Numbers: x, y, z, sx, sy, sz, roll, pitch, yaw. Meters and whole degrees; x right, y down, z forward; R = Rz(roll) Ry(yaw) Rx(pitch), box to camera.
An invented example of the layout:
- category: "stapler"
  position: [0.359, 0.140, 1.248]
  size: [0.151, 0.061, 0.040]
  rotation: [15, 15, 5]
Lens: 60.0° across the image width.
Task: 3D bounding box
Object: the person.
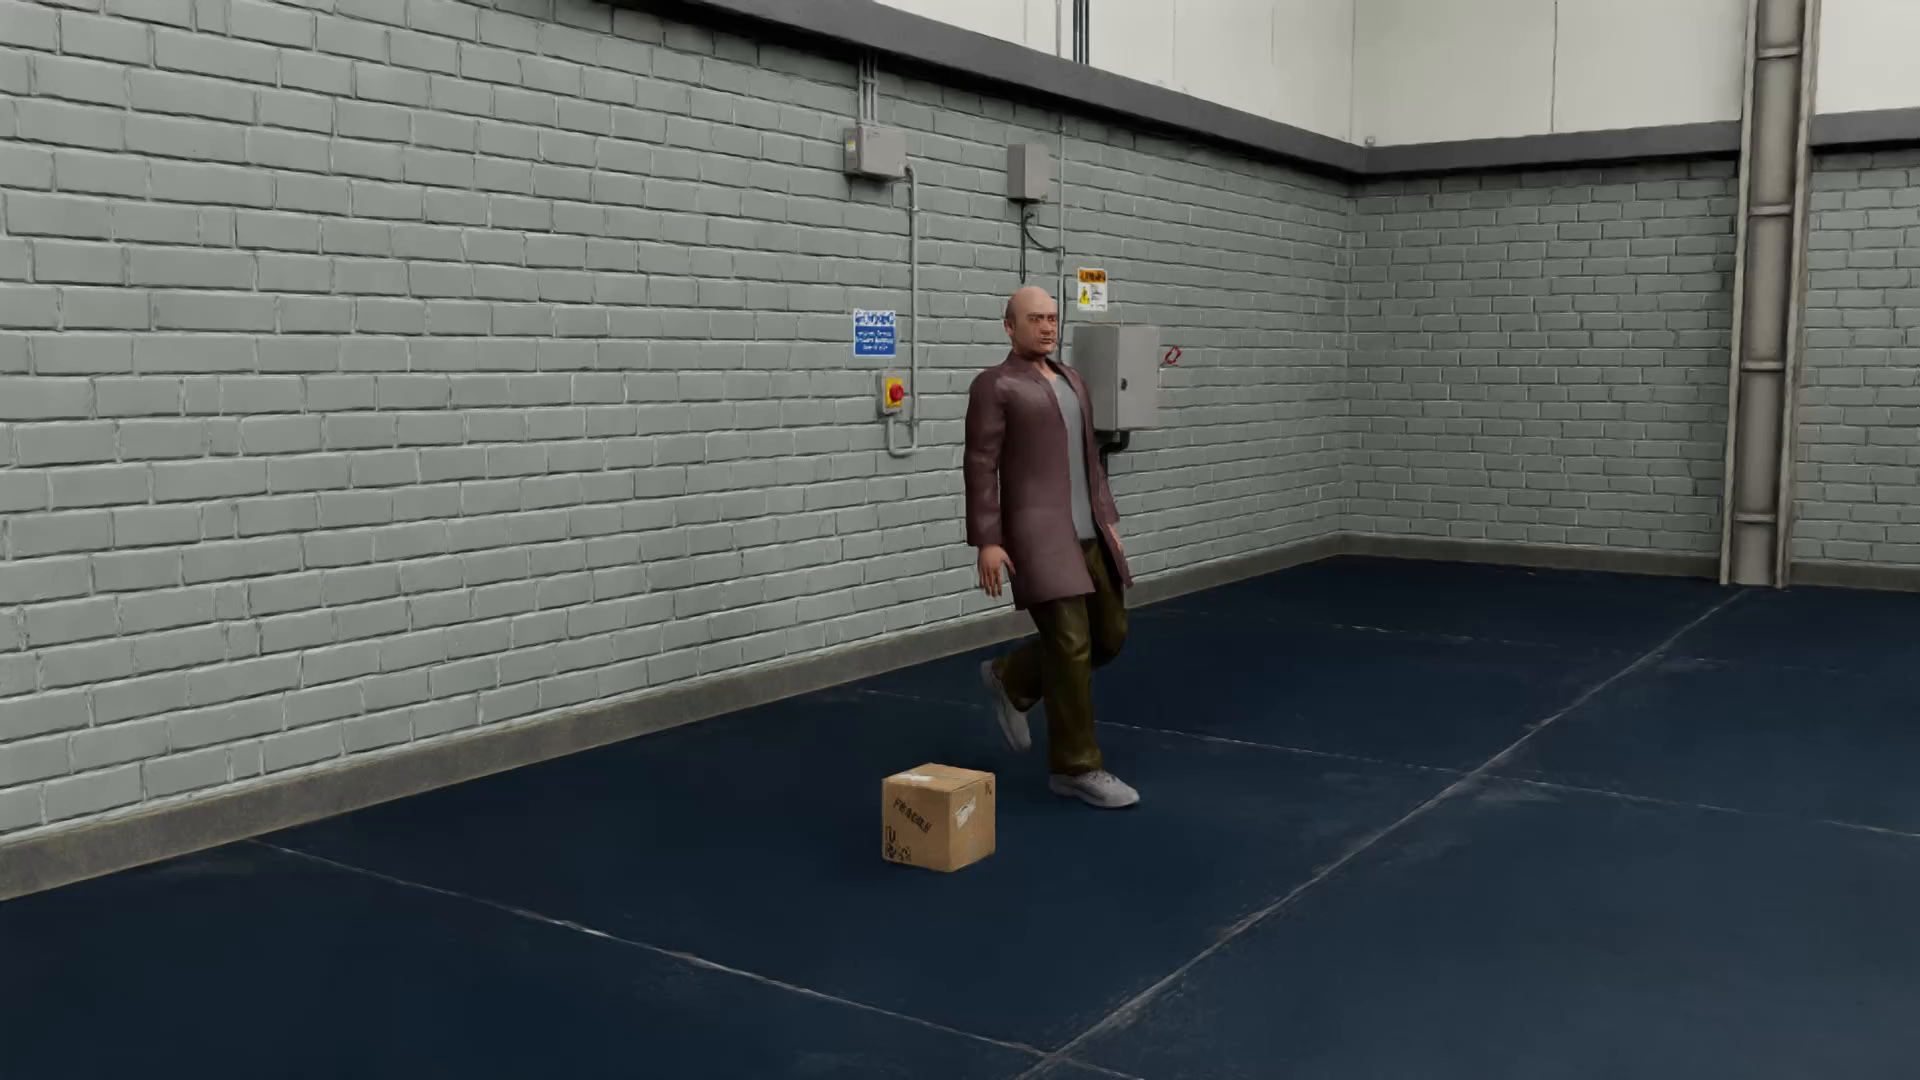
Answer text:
- category: "person"
  position: [0.340, -0.001, 5.826]
  size: [0.819, 1.764, 0.617]
  rotation: [6, 8, 42]
